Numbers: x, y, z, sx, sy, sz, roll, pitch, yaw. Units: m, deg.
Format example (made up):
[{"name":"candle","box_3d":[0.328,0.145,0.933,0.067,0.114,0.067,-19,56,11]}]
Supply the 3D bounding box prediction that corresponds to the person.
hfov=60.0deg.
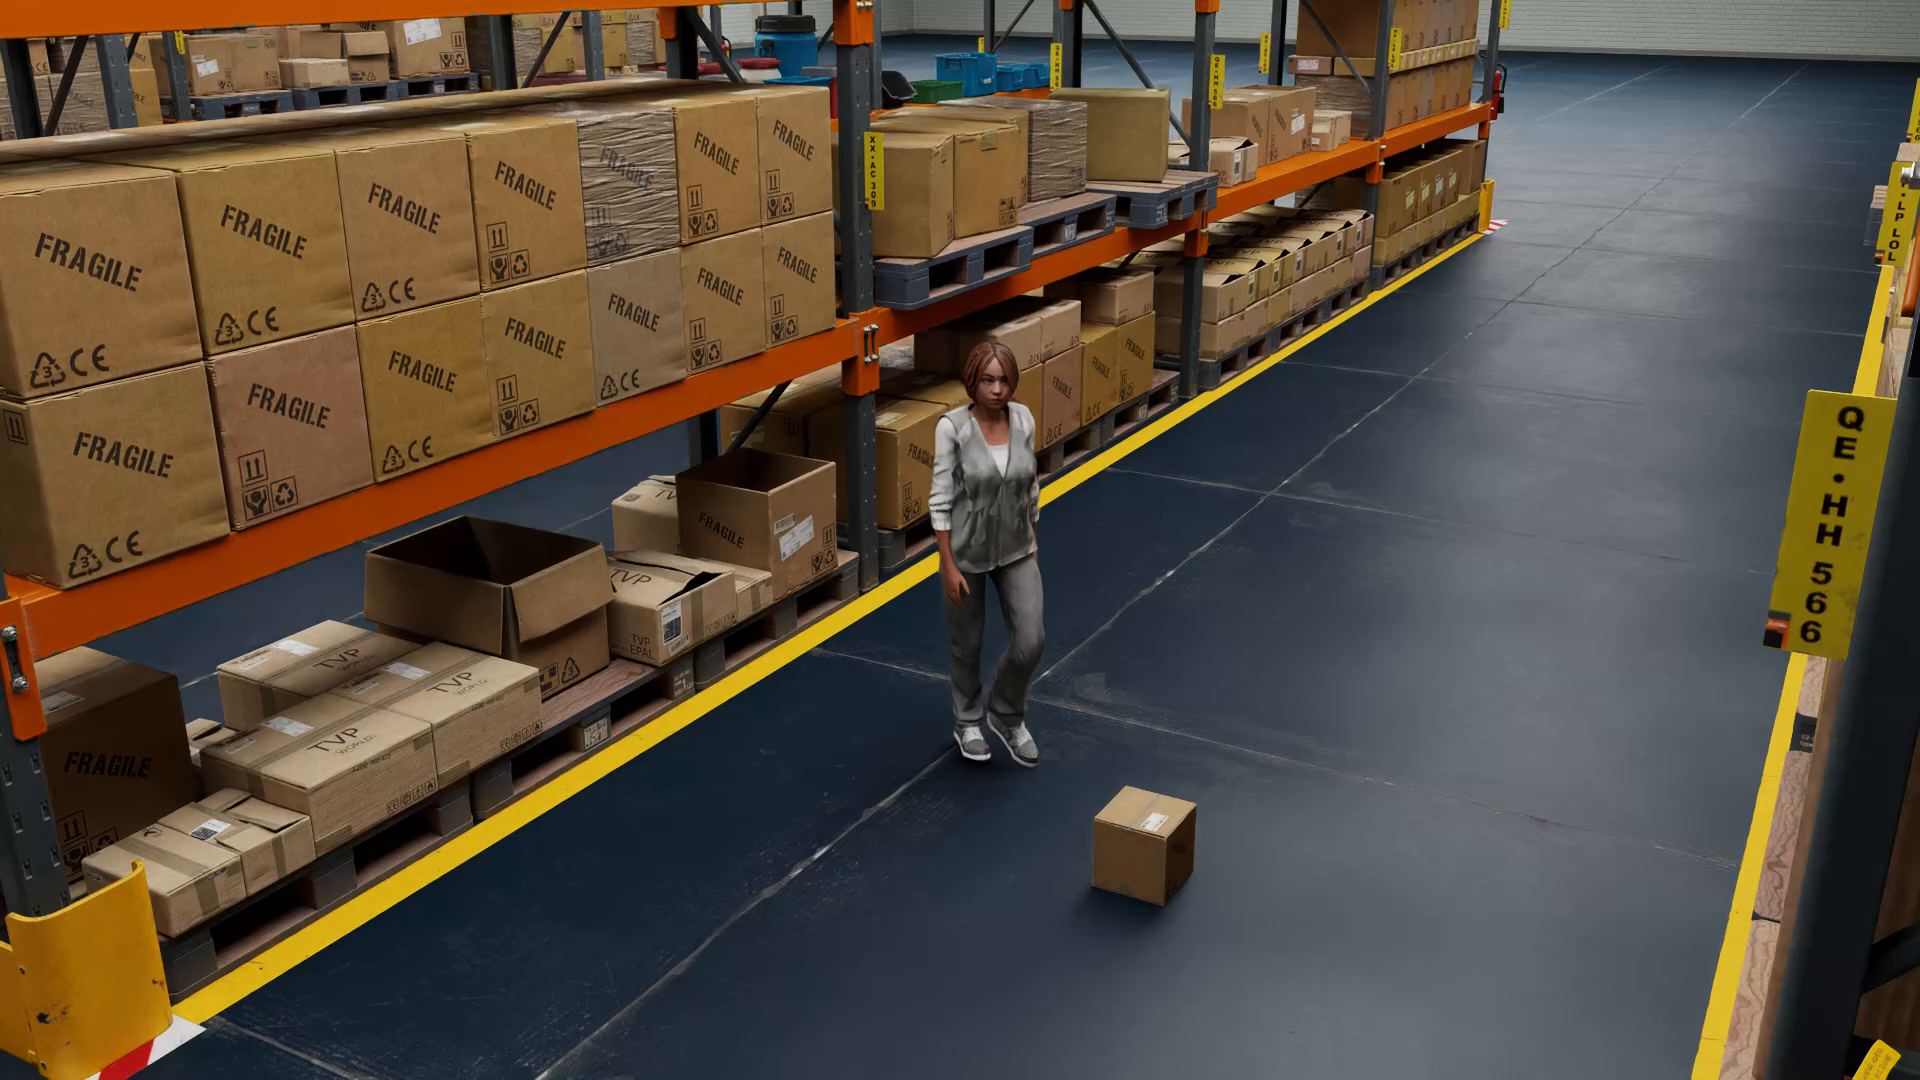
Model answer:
[{"name":"person","box_3d":[0.087,0.079,5.859,0.428,1.610,0.483,-5,20,-14]}]
